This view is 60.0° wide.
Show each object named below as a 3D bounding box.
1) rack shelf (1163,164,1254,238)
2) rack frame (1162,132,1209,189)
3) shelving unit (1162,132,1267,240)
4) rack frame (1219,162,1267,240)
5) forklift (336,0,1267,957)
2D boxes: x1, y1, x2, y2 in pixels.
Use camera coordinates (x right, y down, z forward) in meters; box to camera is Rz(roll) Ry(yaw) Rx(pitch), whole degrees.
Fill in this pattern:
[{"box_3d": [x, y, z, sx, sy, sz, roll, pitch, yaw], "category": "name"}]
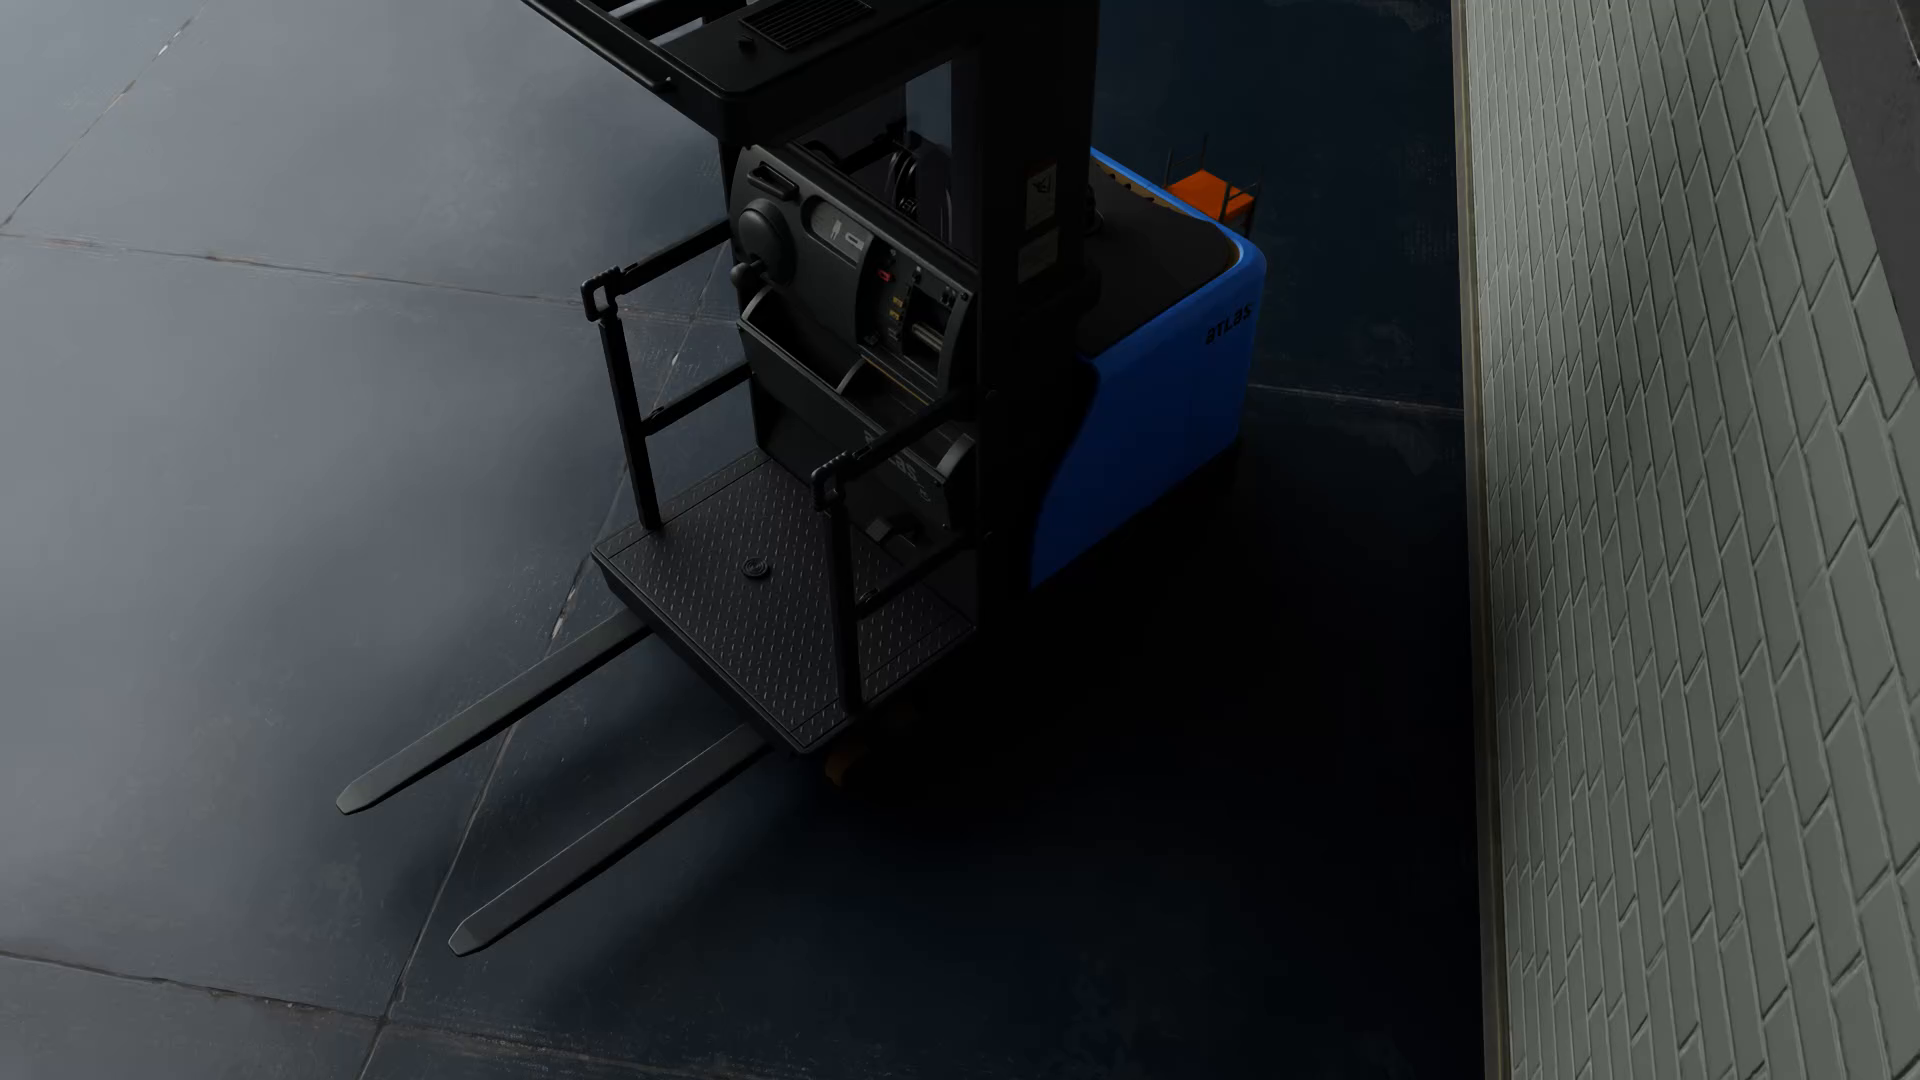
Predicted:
[{"box_3d": [0.827, -1.077, 5.634, 0.215, 0.259, 0.240, -32, 55, -33], "category": "rack shelf"}, {"box_3d": [0.720, -0.945, 5.880, 0.200, 1.050, 0.008, -32, 55, -33], "category": "rack frame"}, {"box_3d": [0.805, -0.880, 5.822, 0.215, 1.050, 0.252, -32, 55, -33], "category": "shelving unit"}, {"box_3d": [0.891, -0.815, 5.763, 0.200, 1.050, 0.008, -32, 55, -33], "category": "rack frame"}, {"box_3d": [-0.460, -0.662, 4.374, 3.031, 2.935, 1.130, -35, 57, -27], "category": "forklift"}]
